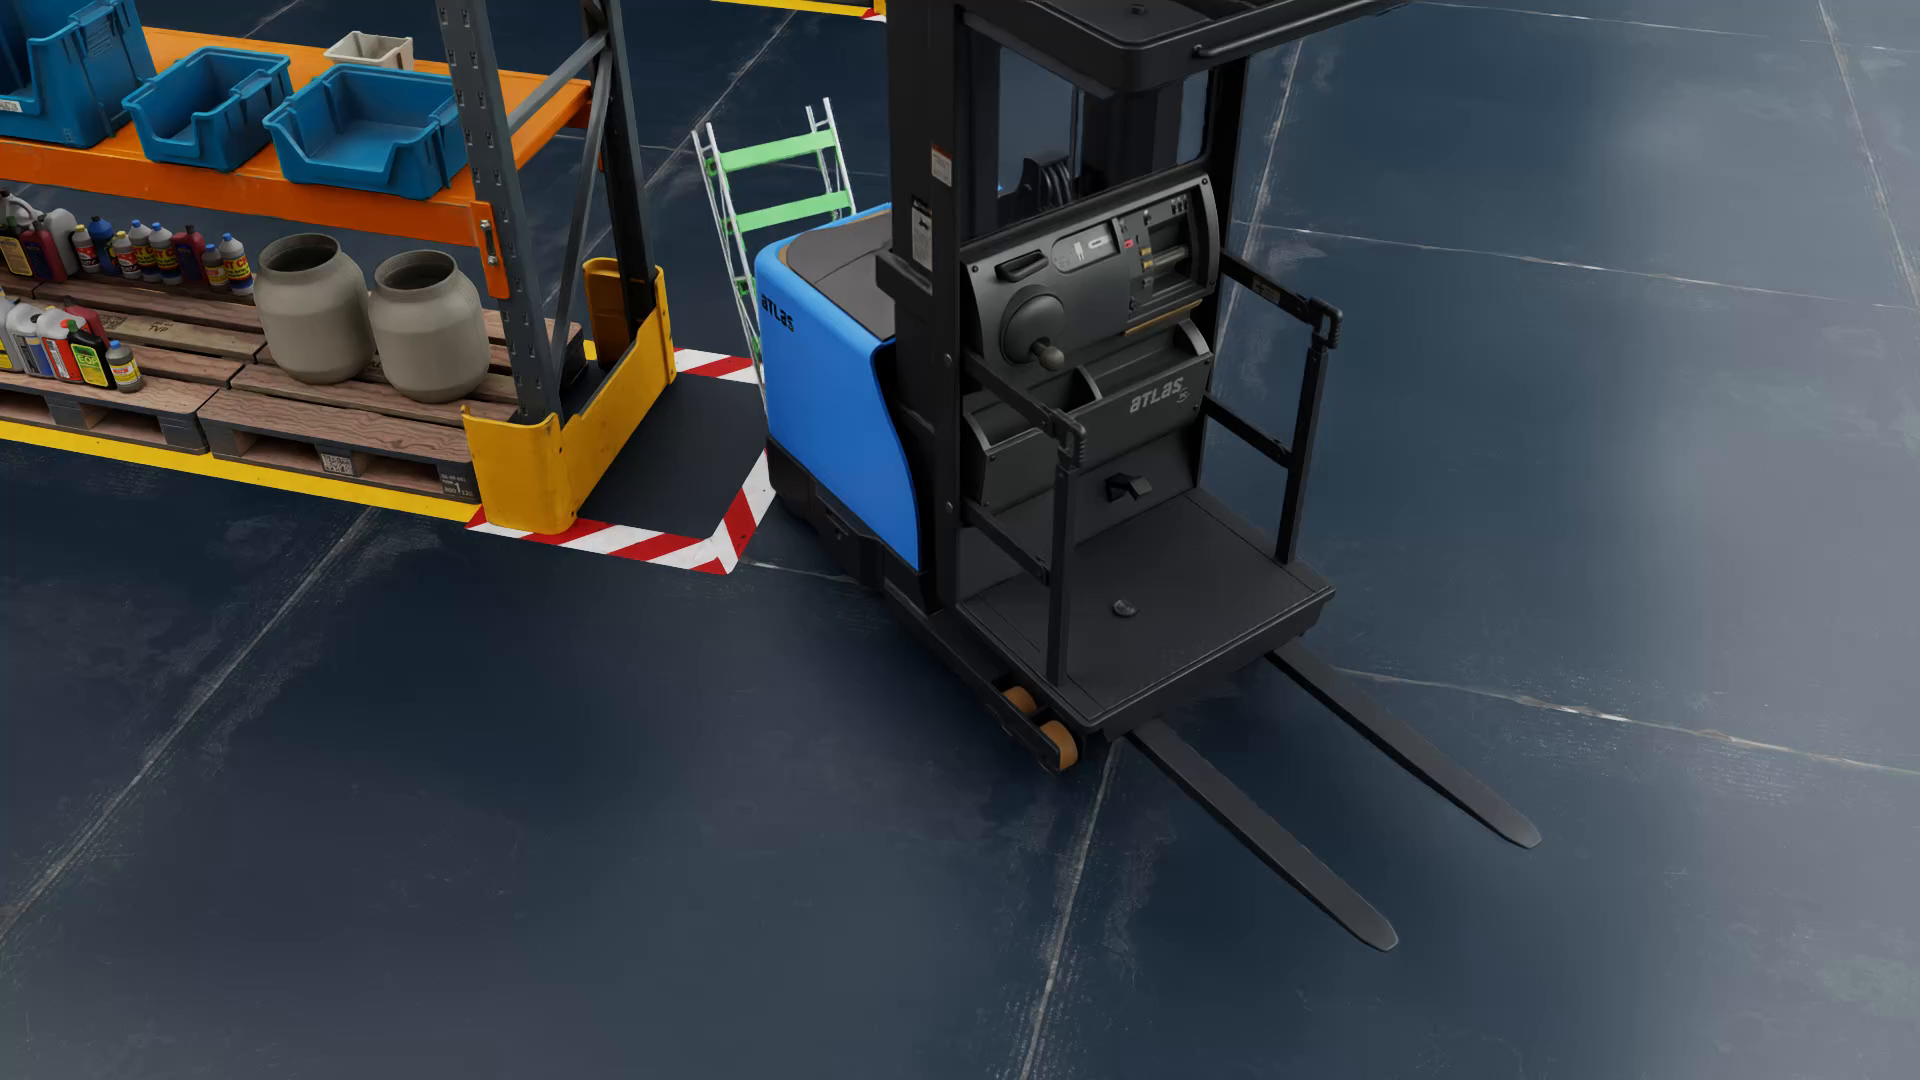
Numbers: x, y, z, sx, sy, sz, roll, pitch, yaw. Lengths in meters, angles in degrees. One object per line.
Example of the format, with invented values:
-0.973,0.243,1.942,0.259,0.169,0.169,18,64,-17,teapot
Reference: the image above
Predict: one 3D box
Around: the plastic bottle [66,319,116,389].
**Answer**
-3.431,-0.735,6.563,0.133,0.283,0.061,11,41,12,plastic bottle

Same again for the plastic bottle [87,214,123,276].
-3.720,-1.292,7.235,0.097,0.271,0.097,0,40,0,plastic bottle

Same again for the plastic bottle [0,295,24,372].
-3.845,-0.860,6.659,0.185,0.351,0.144,11,41,13,plastic bottle

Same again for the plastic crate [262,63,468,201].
-1.987,-1.406,5.708,0.616,0.251,0.499,10,41,11,plastic crate

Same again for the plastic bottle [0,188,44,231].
-4.096,-1.371,7.268,0.185,0.351,0.144,10,41,11,plastic bottle

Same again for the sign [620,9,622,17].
-1.279,-2.013,6.099,0.005,0.325,0.100,10,41,11,sign

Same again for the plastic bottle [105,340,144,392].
-3.313,-0.696,6.580,0.097,0.201,0.097,0,40,0,plastic bottle

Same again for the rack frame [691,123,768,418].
-0.864,-1.027,6.557,0.015,1.200,0.240,-18,12,-21,rack frame

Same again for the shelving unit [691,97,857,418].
-0.647,-1.099,6.643,0.503,1.200,0.258,-18,12,-21,shelving unit

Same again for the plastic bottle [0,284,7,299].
-4.010,-0.958,6.835,0.135,0.276,0.152,10,41,11,plastic bottle

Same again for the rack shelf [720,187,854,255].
-0.688,-1.266,6.608,0.480,0.148,0.258,-18,12,-21,rack shelf

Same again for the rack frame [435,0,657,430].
-1.426,-1.566,5.782,0.127,3.000,1.000,10,41,11,rack frame

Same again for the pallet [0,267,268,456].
-3.470,-0.824,7.067,1.213,0.211,1.003,10,41,11,pallet

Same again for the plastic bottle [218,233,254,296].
-3.097,-1.185,7.107,0.097,0.271,0.097,0,40,0,plastic bottle

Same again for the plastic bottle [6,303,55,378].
-3.684,-0.806,6.653,0.135,0.276,0.152,9,41,10,plastic bottle

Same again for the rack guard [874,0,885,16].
-0.219,-3.698,10.265,0.348,0.500,1.175,10,41,11,rack guard

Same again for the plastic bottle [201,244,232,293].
-3.197,-1.175,7.150,0.097,0.201,0.097,0,40,0,plastic bottle

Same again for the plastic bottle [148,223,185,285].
-3.428,-1.242,7.175,0.097,0.271,0.097,0,40,0,plastic bottle

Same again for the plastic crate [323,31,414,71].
-2.207,-1.814,6.282,0.250,0.136,0.298,10,41,11,plastic crate

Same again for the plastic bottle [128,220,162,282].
-3.524,-1.258,7.195,0.097,0.271,0.097,0,40,0,plastic bottle

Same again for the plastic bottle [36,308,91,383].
-3.550,-0.783,6.626,0.135,0.276,0.152,10,41,12,plastic bottle

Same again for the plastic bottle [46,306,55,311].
-3.669,-0.858,6.773,0.097,0.201,0.097,0,40,0,plastic bottle

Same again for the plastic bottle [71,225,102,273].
-3.819,-1.282,7.278,0.097,0.201,0.097,0,40,0,plastic bottle

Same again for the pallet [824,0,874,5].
-0.994,-3.745,10.545,1.213,0.211,1.003,10,41,11,pallet

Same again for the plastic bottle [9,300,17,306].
-3.856,-0.885,6.805,0.097,0.201,0.097,0,40,0,plastic bottle

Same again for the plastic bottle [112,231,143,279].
-3.620,-1.248,7.237,0.097,0.201,0.097,0,40,0,plastic bottle

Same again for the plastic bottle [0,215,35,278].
-4.097,-1.278,7.209,0.133,0.283,0.061,10,41,11,plastic bottle

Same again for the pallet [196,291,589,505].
-2.295,-0.620,6.824,1.213,0.211,1.003,10,41,11,pallet

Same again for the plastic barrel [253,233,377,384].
-2.565,-0.919,6.620,0.421,0.512,0.421,0,40,0,plastic barrel

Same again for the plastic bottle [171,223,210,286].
-3.311,-1.238,7.162,0.133,0.283,0.061,10,41,12,plastic bottle

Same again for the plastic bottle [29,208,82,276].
-3.940,-1.313,7.257,0.135,0.276,0.152,10,41,12,plastic bottle

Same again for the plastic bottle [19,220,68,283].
-3.967,-1.250,7.176,0.133,0.283,0.061,10,41,11,plastic bottle

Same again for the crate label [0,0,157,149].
-3.274,-1.717,5.935,0.616,0.435,0.502,10,41,11,crate label

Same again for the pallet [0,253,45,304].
-4.652,-1.025,7.307,1.213,0.211,1.003,10,41,11,pallet

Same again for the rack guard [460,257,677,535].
-1.511,-0.592,6.566,0.348,0.500,1.175,10,41,11,rack guard

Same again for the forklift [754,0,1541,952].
0.539,-0.734,4.844,1.130,2.935,3.031,-25,46,-27,forklift

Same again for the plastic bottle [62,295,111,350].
-3.523,-0.852,6.702,0.133,0.283,0.061,10,41,11,plastic bottle

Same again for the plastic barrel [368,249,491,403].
-2.081,-0.836,6.521,0.421,0.512,0.421,0,40,0,plastic barrel

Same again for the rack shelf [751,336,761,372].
-0.576,-0.809,6.704,0.480,0.148,0.258,-18,12,-21,rack shelf

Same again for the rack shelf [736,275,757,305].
-0.632,-1.038,6.656,0.480,0.148,0.258,-18,12,-21,rack shelf

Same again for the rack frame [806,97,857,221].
-0.430,-1.170,6.730,0.015,1.200,0.240,-18,12,-21,rack frame

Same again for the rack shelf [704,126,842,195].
-0.744,-1.495,6.560,0.480,0.148,0.258,-18,12,-21,rack shelf

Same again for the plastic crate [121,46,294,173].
-2.612,-1.518,5.840,0.408,0.251,0.499,10,41,11,plastic crate

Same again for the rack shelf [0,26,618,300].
-3.358,-1.623,6.409,4.000,0.370,1.077,10,41,11,rack shelf
